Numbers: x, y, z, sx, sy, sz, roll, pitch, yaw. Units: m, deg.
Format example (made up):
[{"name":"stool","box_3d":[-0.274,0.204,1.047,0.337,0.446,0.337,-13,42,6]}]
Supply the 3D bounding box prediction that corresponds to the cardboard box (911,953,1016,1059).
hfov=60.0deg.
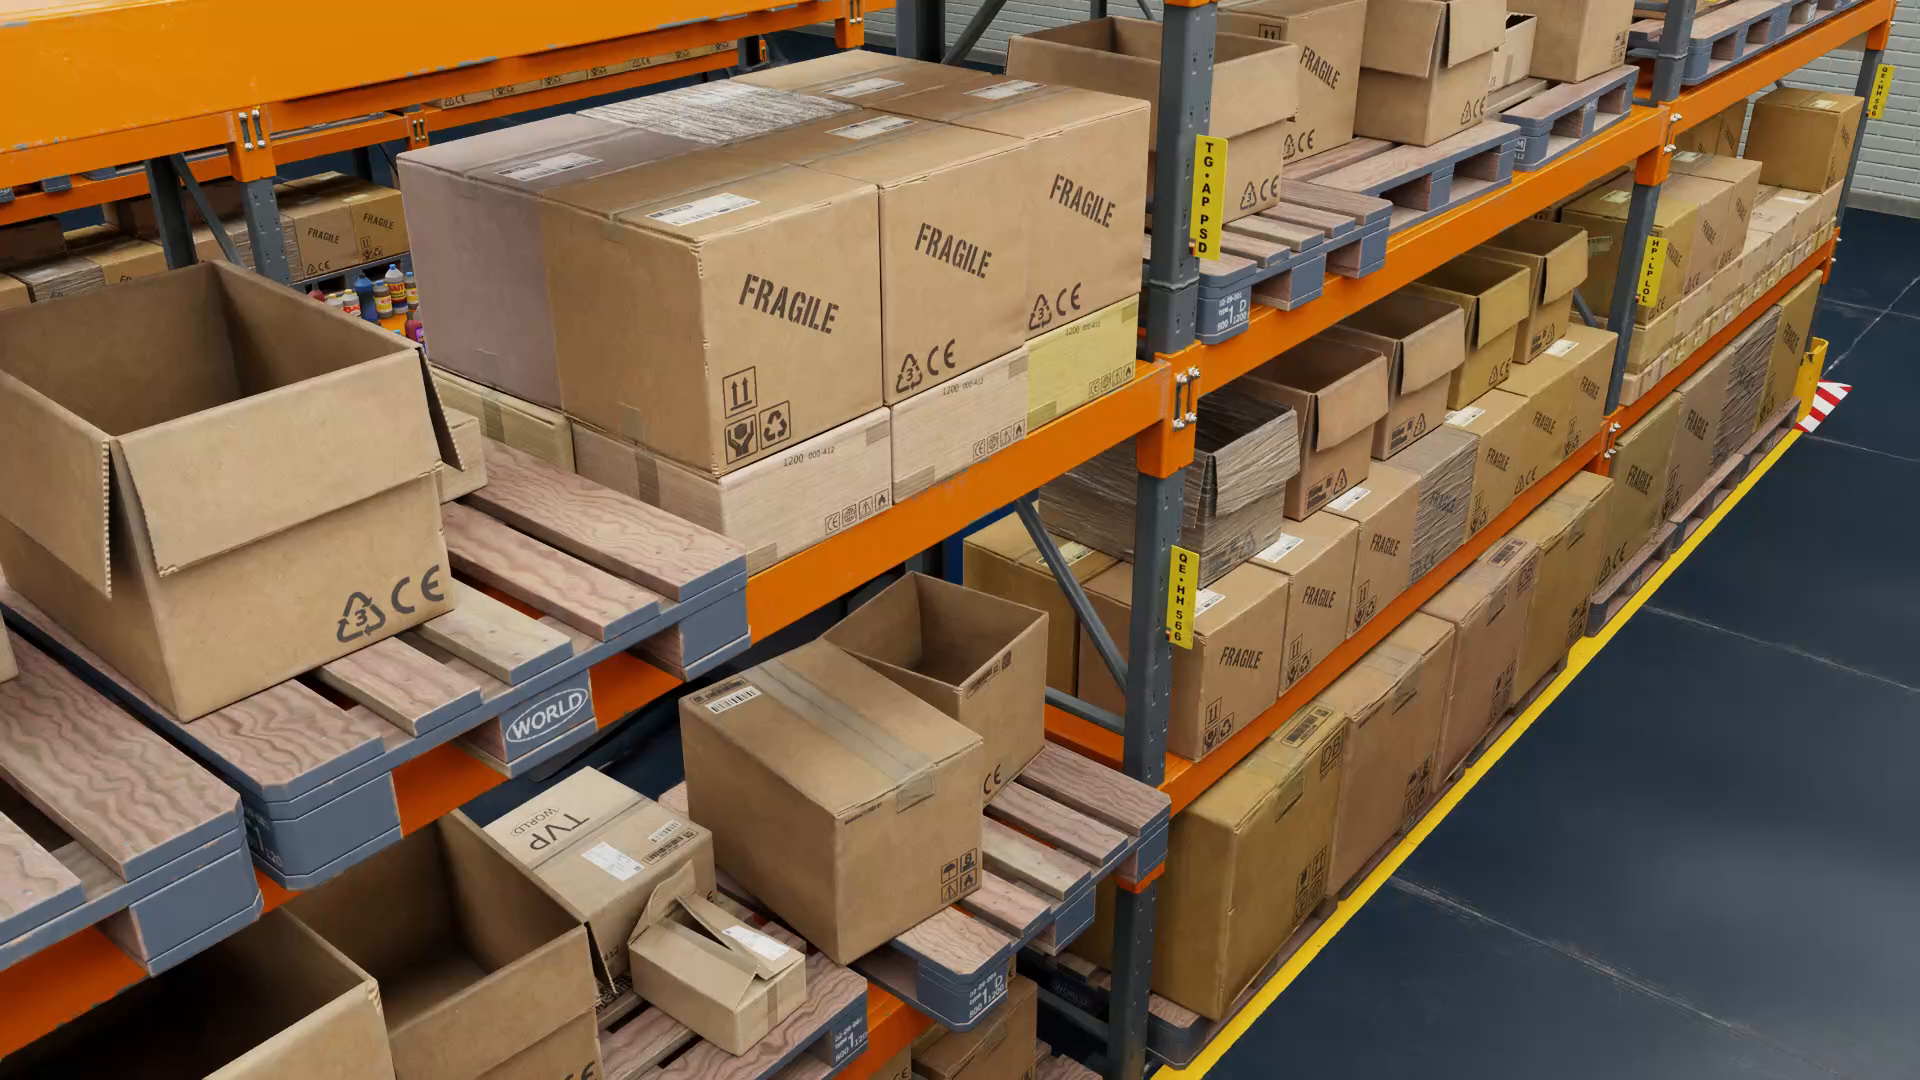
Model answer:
[{"name":"cardboard box","box_3d":[-0.166,1.325,5.349,0.500,0.250,0.500,22,35,36]}]

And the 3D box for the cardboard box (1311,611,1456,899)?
[{"name":"cardboard box","box_3d":[1.264,0.702,6.984,1.225,0.875,0.875,21,34,35]}]

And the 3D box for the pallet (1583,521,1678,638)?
[{"name":"pallet","box_3d":[3.325,0.071,9.384,1.003,0.211,1.213,21,34,34]}]

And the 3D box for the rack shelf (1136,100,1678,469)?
[{"name":"rack shelf","box_3d":[1.509,-1.225,6.371,1.077,0.370,4.000,21,34,34]}]

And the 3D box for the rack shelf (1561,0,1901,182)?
[{"name":"rack shelf","box_3d":[4.053,-2.643,9.113,1.077,0.370,4.000,21,34,34]}]

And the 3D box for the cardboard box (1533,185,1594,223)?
[{"name":"cardboard box","box_3d":[2.867,-1.561,8.526,0.500,0.500,0.500,22,35,36]}]

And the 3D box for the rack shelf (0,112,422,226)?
[{"name":"rack shelf","box_3d":[-6.133,-2.789,12.660,1.077,0.370,4.000,21,34,34]}]

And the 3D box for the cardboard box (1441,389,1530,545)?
[{"name":"cardboard box","box_3d":[2.047,-0.359,7.071,0.500,0.500,0.500,20,34,34]}]

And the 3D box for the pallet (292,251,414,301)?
[{"name":"pallet","box_3d":[-5.349,-2.280,13.927,1.003,0.211,1.213,21,34,34]}]

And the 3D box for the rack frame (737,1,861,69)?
[{"name":"rack frame","box_3d":[-1.041,-2.369,11.064,1.000,3.000,0.127,21,34,34]}]

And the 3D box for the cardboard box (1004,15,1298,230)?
[{"name":"cardboard box","box_3d":[0.569,-1.305,5.174,0.797,0.503,0.637,23,35,37]}]

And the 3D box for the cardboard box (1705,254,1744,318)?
[{"name":"cardboard box","box_3d":[3.927,-1.437,9.102,0.500,0.250,0.500,22,34,36]}]

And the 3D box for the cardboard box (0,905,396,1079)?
[{"name":"cardboard box","box_3d":[-1.694,1.222,3.014,1.000,1.000,1.000,21,34,35]}]

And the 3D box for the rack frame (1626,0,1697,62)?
[{"name":"rack frame","box_3d":[2.781,-3.586,6.887,1.000,3.000,0.127,21,34,34]}]

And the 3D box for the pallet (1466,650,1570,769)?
[{"name":"pallet","box_3d":[2.348,0.613,8.335,1.003,0.211,1.213,21,34,34]}]

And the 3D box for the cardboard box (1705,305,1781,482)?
[{"name":"cardboard box","box_3d":[4.401,-1.009,10.292,0.875,0.875,0.875,21,34,34]}]

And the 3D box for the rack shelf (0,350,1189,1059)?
[{"name":"rack shelf","box_3d":[-1.036,0.193,3.630,1.077,0.370,4.000,21,34,34]}]

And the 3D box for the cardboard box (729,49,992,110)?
[{"name":"cardboard box","box_3d":[-0.261,-1.010,4.521,0.500,0.500,0.500,21,34,35]}]

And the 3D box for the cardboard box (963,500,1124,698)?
[{"name":"cardboard box","box_3d":[0.359,0.205,5.980,0.500,0.500,0.500,22,35,36]}]

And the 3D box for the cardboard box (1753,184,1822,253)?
[{"name":"cardboard box","box_3d":[4.898,-1.976,10.144,0.500,0.250,0.500,20,33,34]}]

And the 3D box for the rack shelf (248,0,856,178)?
[{"name":"rack shelf","box_3d":[-2.313,-2.672,9.169,1.077,0.370,4.000,21,34,34]}]

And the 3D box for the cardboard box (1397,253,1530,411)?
[{"name":"cardboard box","box_3d":[1.935,-0.942,7.106,0.797,0.503,0.637,21,34,35]}]

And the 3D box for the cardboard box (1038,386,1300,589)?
[{"name":"cardboard box","box_3d":[0.714,-0.247,5.763,0.797,0.503,0.637,22,35,36]}]

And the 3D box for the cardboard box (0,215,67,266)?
[{"name":"cardboard box","box_3d":[-6.959,-2.239,12.239,0.500,0.250,0.500,22,35,36]}]

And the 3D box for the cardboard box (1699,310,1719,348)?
[{"name":"cardboard box","box_3d":[3.888,-1.188,9.056,0.380,0.149,0.250,20,34,34]}]

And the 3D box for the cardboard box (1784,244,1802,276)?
[{"name":"cardboard box","box_3d":[4.868,-1.735,10.113,0.380,0.149,0.250,21,34,35]}]

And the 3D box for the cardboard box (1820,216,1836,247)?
[{"name":"cardboard box","box_3d":[5.353,-2.005,10.635,0.380,0.149,0.250,22,34,35]}]

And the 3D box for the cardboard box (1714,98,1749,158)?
[{"name":"cardboard box","box_3d":[4.493,-2.469,10.282,0.500,0.500,0.500,20,33,33]}]

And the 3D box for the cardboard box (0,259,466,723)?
[{"name":"cardboard box","box_3d":[-1.334,-0.121,2.886,0.797,0.503,0.637,22,35,36]}]

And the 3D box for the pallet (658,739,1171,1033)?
[{"name":"pallet","box_3d":[-0.135,0.866,5.020,1.213,0.211,1.003,21,34,34]}]

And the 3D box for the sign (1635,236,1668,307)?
[{"name":"sign","box_3d":[3.206,-1.245,7.718,0.100,0.325,0.005,21,34,34]}]

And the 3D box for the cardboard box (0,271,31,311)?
[{"name":"cardboard box","box_3d":[-6.895,-1.562,11.747,0.500,0.500,0.500,22,35,36]}]

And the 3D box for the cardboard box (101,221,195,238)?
[{"name":"cardboard box","box_3d":[-6.333,-2.256,13.088,0.500,0.500,0.500,19,33,33]}]

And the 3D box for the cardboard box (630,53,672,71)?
[{"name":"cardboard box","box_3d":[-3.040,-4.682,15.426,0.500,0.500,0.500,21,34,35]}]

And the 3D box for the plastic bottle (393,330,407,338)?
[{"name":"plastic bottle","box_3d":[-2.904,-0.989,8.613,0.097,0.201,0.097,0,27,0]}]

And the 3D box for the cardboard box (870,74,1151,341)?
[{"name":"cardboard box","box_3d":[0.126,-0.859,4.229,0.500,0.500,0.500,22,34,36]}]

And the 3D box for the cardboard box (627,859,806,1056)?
[{"name":"cardboard box","box_3d":[-0.616,1.040,4.163,0.396,0.266,0.258,20,33,33]}]

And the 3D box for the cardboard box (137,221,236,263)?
[{"name":"cardboard box","box_3d":[-5.916,-2.113,12.811,0.500,0.500,0.500,19,33,33]}]

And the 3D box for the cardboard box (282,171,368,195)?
[{"name":"cardboard box","box_3d":[-5.357,-2.802,14.144,0.500,0.500,0.500,19,33,32]}]

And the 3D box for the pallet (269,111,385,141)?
[{"name":"pallet","box_3d":[-5.453,-3.481,13.423,1.003,0.211,1.213,21,34,34]}]

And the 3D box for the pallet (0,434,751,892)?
[{"name":"pallet","box_3d":[-1.176,0.110,3.212,1.213,0.211,1.003,21,34,34]}]

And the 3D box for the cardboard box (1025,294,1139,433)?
[{"name":"cardboard box","box_3d":[0.123,-0.528,4.405,0.500,0.250,0.500,21,34,35]}]

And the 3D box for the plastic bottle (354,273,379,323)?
[{"name":"plastic bottle","box_3d":[-3.299,-1.348,9.231,0.097,0.271,0.097,0,27,0]}]

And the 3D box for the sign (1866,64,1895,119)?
[{"name":"sign","box_3d":[5.735,-2.795,10.371,0.100,0.325,0.005,21,34,34]}]

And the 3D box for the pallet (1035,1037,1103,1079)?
[{"name":"pallet","box_3d":[-0.262,2.012,5.630,1.003,0.211,1.213,21,34,34]}]

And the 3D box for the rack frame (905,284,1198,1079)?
[{"name":"rack frame","box_3d":[0.237,0.497,5.524,1.000,3.000,0.127,21,34,34]}]

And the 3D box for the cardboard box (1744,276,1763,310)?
[{"name":"cardboard box","box_3d":[4.380,-1.463,9.587,0.380,0.149,0.250,22,34,35]}]

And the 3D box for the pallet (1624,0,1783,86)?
[{"name":"pallet","box_3d":[3.309,-2.501,8.152,1.003,0.211,1.213,21,34,34]}]

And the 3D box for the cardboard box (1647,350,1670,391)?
[{"name":"cardboard box","box_3d":[3.393,-0.910,8.518,0.380,0.149,0.250,19,33,33]}]

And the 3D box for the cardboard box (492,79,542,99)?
[{"name":"cardboard box","box_3d":[-4.003,-4.146,14.390,0.500,0.500,0.500,21,34,35]}]

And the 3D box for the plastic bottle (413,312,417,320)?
[{"name":"plastic bottle","box_3d":[-2.874,-1.115,8.857,0.097,0.201,0.097,0,27,0]}]

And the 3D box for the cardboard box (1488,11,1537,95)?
[{"name":"cardboard box","box_3d":[2.014,-2.038,6.800,0.500,0.311,0.500,19,33,33]}]

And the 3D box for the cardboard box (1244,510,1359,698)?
[{"name":"cardboard box","box_3d":[1.082,0.176,6.036,0.500,0.500,0.500,20,33,33]}]

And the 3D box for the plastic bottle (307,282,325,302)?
[{"name":"plastic bottle","box_3d":[-3.510,-1.249,9.026,0.061,0.283,0.133,21,34,34]}]

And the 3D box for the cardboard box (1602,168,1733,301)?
[{"name":"cardboard box","box_3d":[3.602,-1.587,8.577,0.500,0.500,0.500,21,34,34]}]

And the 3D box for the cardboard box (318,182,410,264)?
[{"name":"cardboard box","box_3d":[-4.954,-2.644,13.838,0.500,0.500,0.500,21,34,34]}]

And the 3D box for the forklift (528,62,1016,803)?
[{"name":"forklift","box_3d":[-0.842,-0.589,7.699,1.130,2.935,3.031,15,31,26]}]
